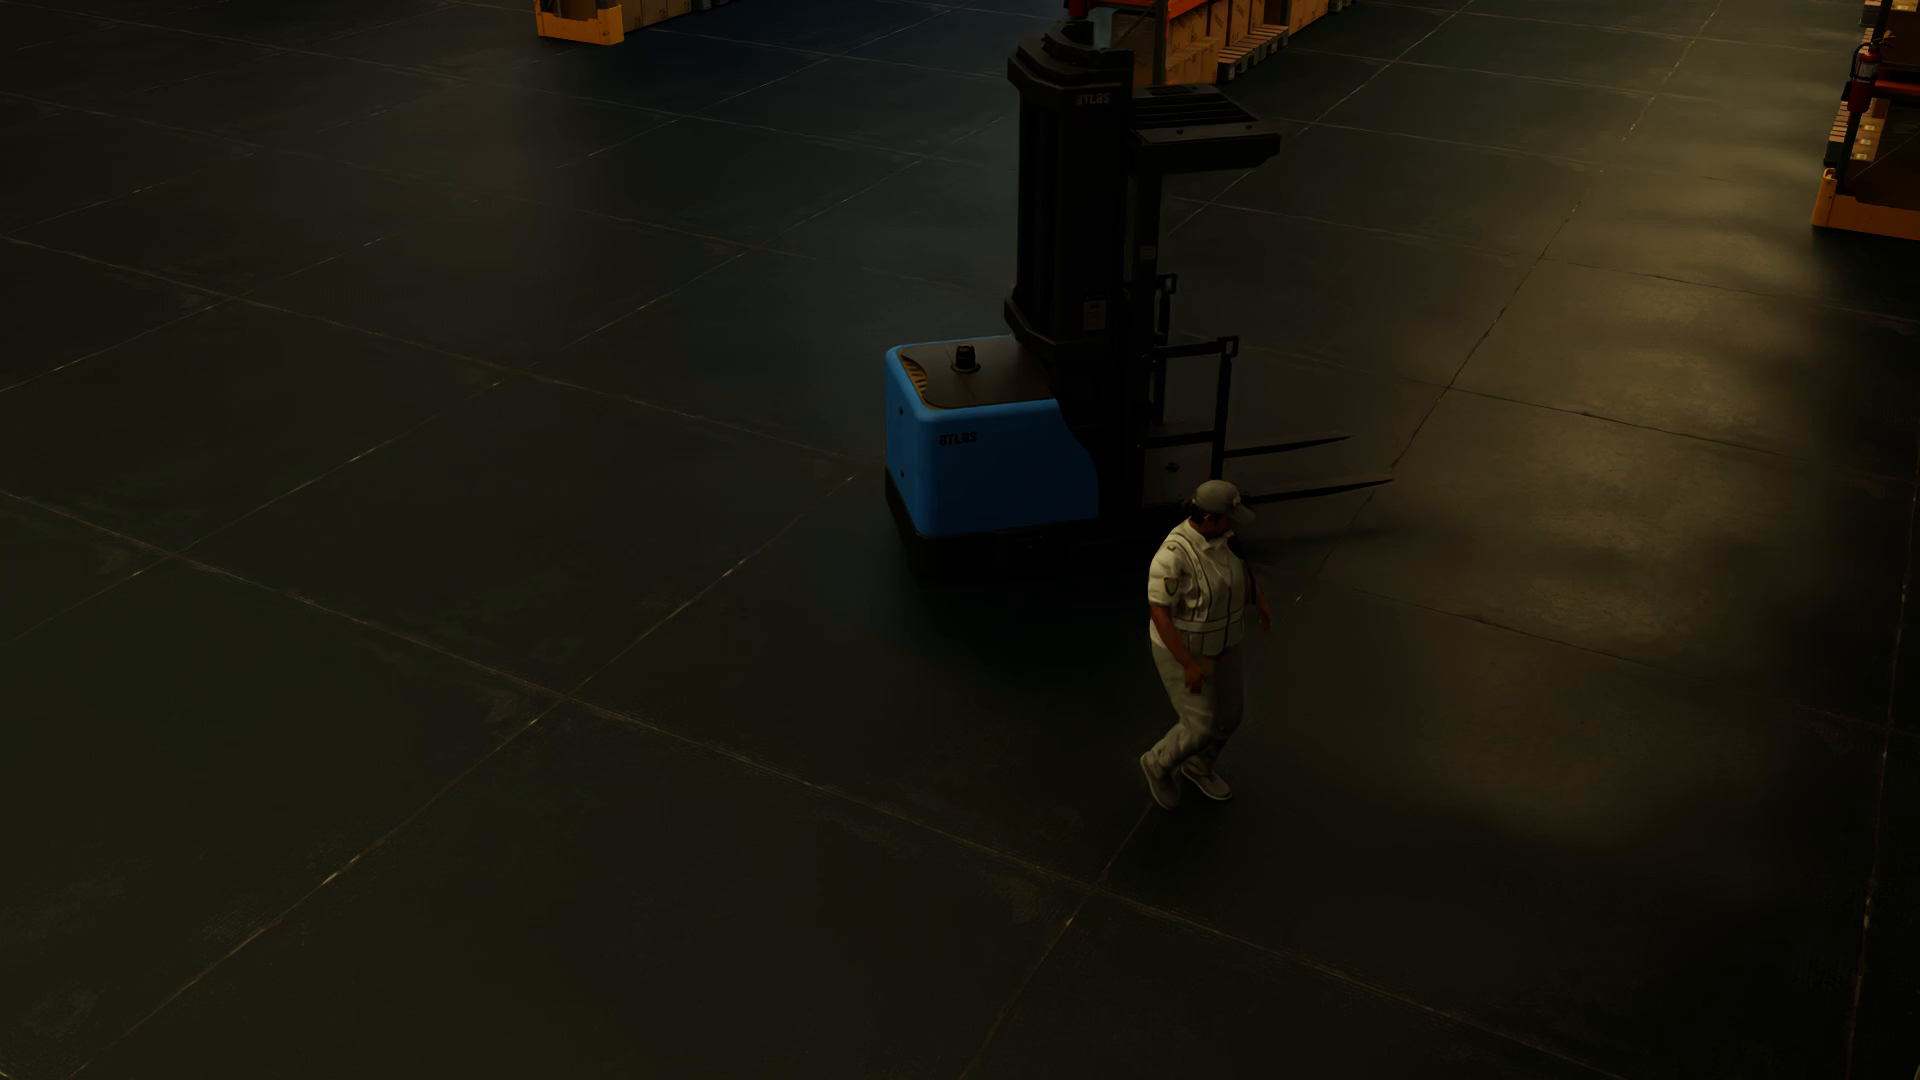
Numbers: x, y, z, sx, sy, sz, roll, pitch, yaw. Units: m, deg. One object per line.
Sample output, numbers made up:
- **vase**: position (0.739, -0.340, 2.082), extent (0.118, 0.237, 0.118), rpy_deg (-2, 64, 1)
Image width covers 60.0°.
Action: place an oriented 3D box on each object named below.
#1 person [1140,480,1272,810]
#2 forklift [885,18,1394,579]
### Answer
- **person**: position (1.145, 0.471, 7.575), extent (0.732, 1.647, 0.478), rpy_deg (-22, 37, -33)
- **forklift**: position (1.115, -1.432, 9.552), extent (3.031, 2.935, 1.130), rpy_deg (-7, 31, -12)
